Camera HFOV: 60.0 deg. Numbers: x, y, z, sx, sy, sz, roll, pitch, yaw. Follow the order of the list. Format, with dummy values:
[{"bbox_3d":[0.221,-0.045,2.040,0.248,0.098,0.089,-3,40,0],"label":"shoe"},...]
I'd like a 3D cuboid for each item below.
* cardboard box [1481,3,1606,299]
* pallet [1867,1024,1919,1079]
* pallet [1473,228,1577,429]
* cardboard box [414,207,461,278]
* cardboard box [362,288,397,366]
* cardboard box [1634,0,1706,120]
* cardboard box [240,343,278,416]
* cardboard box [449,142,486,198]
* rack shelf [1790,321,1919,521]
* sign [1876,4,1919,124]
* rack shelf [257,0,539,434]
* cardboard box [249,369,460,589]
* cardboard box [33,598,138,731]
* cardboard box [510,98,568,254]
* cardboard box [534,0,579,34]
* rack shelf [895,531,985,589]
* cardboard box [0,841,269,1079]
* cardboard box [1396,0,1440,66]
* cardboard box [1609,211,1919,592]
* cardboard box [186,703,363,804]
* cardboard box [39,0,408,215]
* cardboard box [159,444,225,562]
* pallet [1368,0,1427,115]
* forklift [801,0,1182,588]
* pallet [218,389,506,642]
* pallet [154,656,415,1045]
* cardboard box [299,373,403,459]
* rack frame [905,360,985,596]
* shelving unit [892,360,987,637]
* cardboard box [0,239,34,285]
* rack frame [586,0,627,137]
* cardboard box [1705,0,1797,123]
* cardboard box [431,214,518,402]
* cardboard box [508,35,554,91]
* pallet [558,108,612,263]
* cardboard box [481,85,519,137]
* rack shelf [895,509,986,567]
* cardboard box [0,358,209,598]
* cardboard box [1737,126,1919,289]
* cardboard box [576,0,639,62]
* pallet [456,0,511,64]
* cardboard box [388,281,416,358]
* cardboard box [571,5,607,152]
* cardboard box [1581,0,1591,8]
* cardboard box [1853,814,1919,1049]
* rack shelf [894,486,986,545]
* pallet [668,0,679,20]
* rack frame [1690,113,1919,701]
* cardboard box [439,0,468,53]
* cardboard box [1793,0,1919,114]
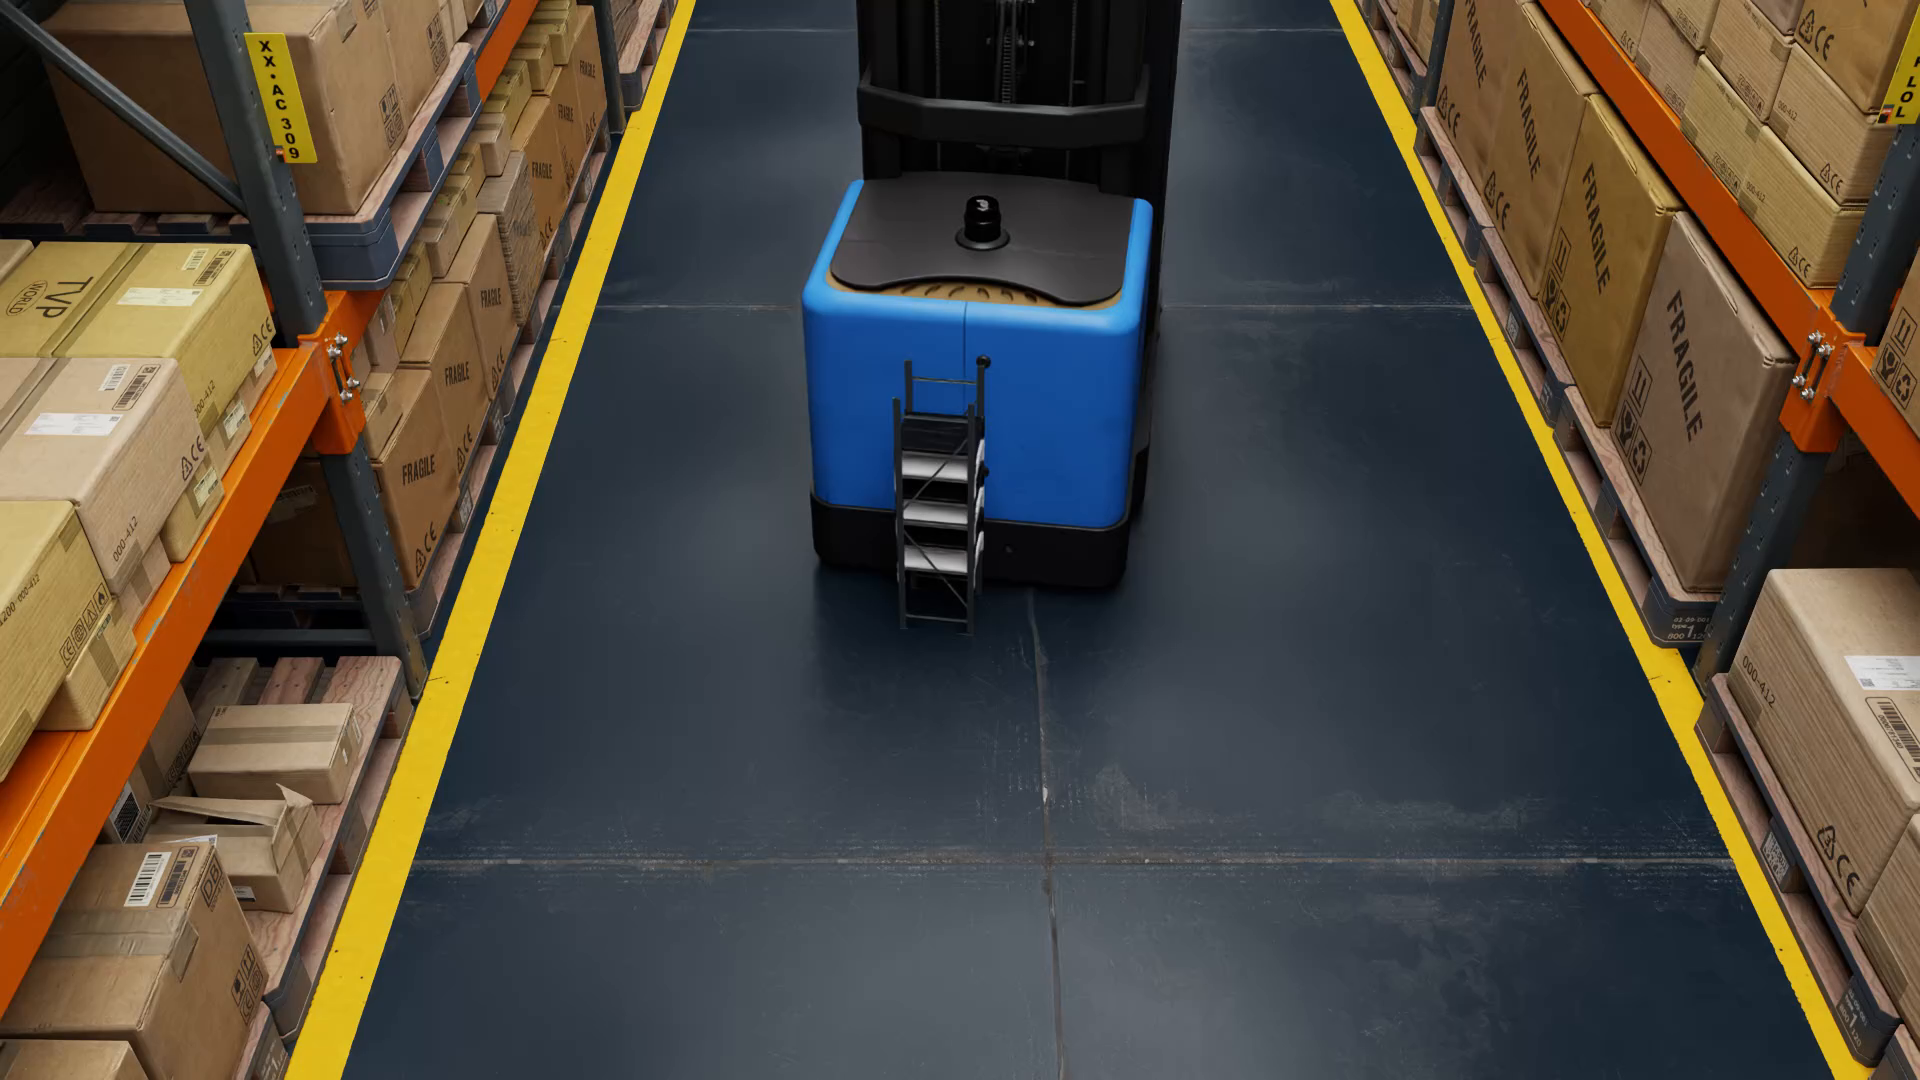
[{"bbox_3d":[2.707,-1.562,6.663,0.875,0.875,0.875,0,39,1],"label":"cardboard box"},{"bbox_3d":[2.724,1.613,3.568,1.003,0.211,1.213,0,39,0],"label":"pallet"},{"bbox_3d":[2.717,-0.874,6.672,1.003,0.211,1.213,0,39,0],"label":"pallet"},{"bbox_3d":[-1.967,-1.037,5.789,0.380,0.149,0.250,0,39,0],"label":"cardboard box"},{"bbox_3d":[-1.949,-0.654,5.074,0.380,0.149,0.250,-2,39,-2],"label":"cardboard box"},{"bbox_3d":[2.563,-1.571,5.432,0.500,0.250,0.500,-1,39,-1],"label":"cardboard box"},{"bbox_3d":[-1.914,-0.412,4.066,0.380,0.149,0.250,0,39,1],"label":"cardboard box"},{"bbox_3d":[-1.995,-1.361,6.194,0.380,0.149,0.250,0,39,0],"label":"cardboard box"},{"bbox_3d":[2.799,0.816,2.908,1.077,0.370,4.000,0,39,0],"label":"rack shelf"},{"bbox_3d":[2.254,-1.130,3.898,0.100,0.325,0.005,0,39,0],"label":"sign"},{"bbox_3d":[-2.169,-1.679,6.022,1.077,0.370,4.000,0,39,0],"label":"rack shelf"},{"bbox_3d":[-1.942,-0.200,5.264,0.500,0.500,0.500,2,39,2],"label":"cardboard box"},{"bbox_3d":[-1.866,0.237,3.256,0.380,0.149,0.250,-1,39,-1],"label":"cardboard box"},{"bbox_3d":[-1.962,-1.495,6.879,0.500,0.500,0.500,2,39,2],"label":"cardboard box"},{"bbox_3d":[-1.917,-2.344,7.420,0.380,0.149,0.250,-2,39,-2],"label":"cardboard box"},{"bbox_3d":[-0.061,0.052,5.306,0.258,0.077,0.200,5,39,7],"label":"rack shelf"},{"bbox_3d":[-2.031,1.037,3.720,0.700,0.500,0.500,-1,39,-2],"label":"cardboard box"},{"bbox_3d":[2.802,-2.708,8.496,0.950,0.372,0.625,-2,39,-3],"label":"cardboard box"},{"bbox_3d":[2.716,-0.438,5.261,0.875,0.875,0.875,1,39,1],"label":"cardboard box"},{"bbox_3d":[-1.872,0.588,4.562,0.380,0.149,0.250,-1,39,-1],"label":"cardboard box"},{"bbox_3d":[-1.943,-1.215,4.451,0.700,0.500,0.500,1,39,1],"label":"cardboard box"},{"bbox_3d":[-1.867,-0.087,3.660,0.380,0.149,0.250,1,39,1],"label":"cardboard box"},{"bbox_3d":[2.793,-2.617,8.847,1.003,0.211,1.213,0,39,0],"label":"pallet"},{"bbox_3d":[0.232,-1.906,5.785,1.130,2.935,3.031,5,39,7],"label":"forklift"},{"bbox_3d":[-2.205,-0.130,5.743,1.003,0.211,1.213,0,39,0],"label":"pallet"},{"bbox_3d":[-2.167,0.808,4.573,1.003,0.211,1.213,0,39,0],"label":"pallet"},{"bbox_3d":[-1.901,-0.375,4.964,0.380,0.149,0.250,2,39,2],"label":"cardboard box"},{"bbox_3d":[-0.046,-0.177,5.252,0.240,0.900,0.006,5,39,7],"label":"rack frame"},{"bbox_3d":[-0.061,-0.114,5.173,0.258,0.900,0.210,5,39,7],"label":"shelving unit"},{"bbox_3d":[-2.436,-0.457,3.803,0.500,0.250,0.500,0,39,-1],"label":"cardboard box"},{"bbox_3d":[-2.171,-3.211,7.358,1.000,3.000,0.127,0,39,0],"label":"rack frame"},{"bbox_3d":[2.545,-1.440,4.868,0.500,0.250,0.500,1,39,1],"label":"cardboard box"},{"bbox_3d":[-1.949,-0.845,6.069,0.500,0.500,0.500,-1,39,-1],"label":"cardboard box"},{"bbox_3d":[-1.930,-2.008,7.002,0.380,0.149,0.250,-1,39,-2],"label":"cardboard box"},{"bbox_3d":[-2.208,-1.656,7.647,1.003,0.211,1.213,0,39,0],"label":"pallet"},{"bbox_3d":[-1.974,-1.687,6.601,0.380,0.149,0.250,-1,39,-1],"label":"cardboard box"},{"bbox_3d":[-0.061,-0.018,5.250,0.258,0.077,0.200,5,39,7],"label":"rack shelf"},{"bbox_3d":[-1.907,-0.135,3.402,0.500,0.250,0.500,0,39,0],"label":"cardboard box"},{"bbox_3d":[2.544,-0.937,4.640,0.500,0.250,0.500,-1,39,-1],"label":"cardboard box"},{"bbox_3d":[-2.158,-2.838,8.456,0.875,0.625,0.625,1,39,1],"label":"cardboard box"},{"bbox_3d":[-2.164,-1.920,5.900,1.003,0.211,1.213,0,39,0],"label":"pallet"},{"bbox_3d":[-1.990,-0.709,5.380,0.380,0.149,0.250,-2,39,-2],"label":"cardboard box"},{"bbox_3d":[-1.956,-2.135,7.678,0.500,0.500,0.500,1,39,1],"label":"cardboard box"},{"bbox_3d":[2.554,-2.203,6.220,0.500,0.250,0.500,1,39,1],"label":"cardboard box"},{"bbox_3d":[2.692,1.073,3.725,0.875,0.438,0.875,-1,39,-1],"label":"cardboard box"},{"bbox_3d":[-0.061,-0.088,5.194,0.258,0.077,0.200,5,39,7],"label":"rack shelf"},{"bbox_3d":[-2.132,-3.398,9.822,1.003,0.211,1.213,0,39,0],"label":"pallet"},{"bbox_3d":[2.797,-0.715,4.244,1.000,3.000,0.127,0,39,0],"label":"rack frame"},{"bbox_3d":[-1.784,-1.690,5.232,0.396,0.266,0.258,2,39,2],"label":"cardboard box"},{"bbox_3d":[2.545,-1.424,4.248,0.500,0.500,0.500,1,39,1],"label":"cardboard box"}]
